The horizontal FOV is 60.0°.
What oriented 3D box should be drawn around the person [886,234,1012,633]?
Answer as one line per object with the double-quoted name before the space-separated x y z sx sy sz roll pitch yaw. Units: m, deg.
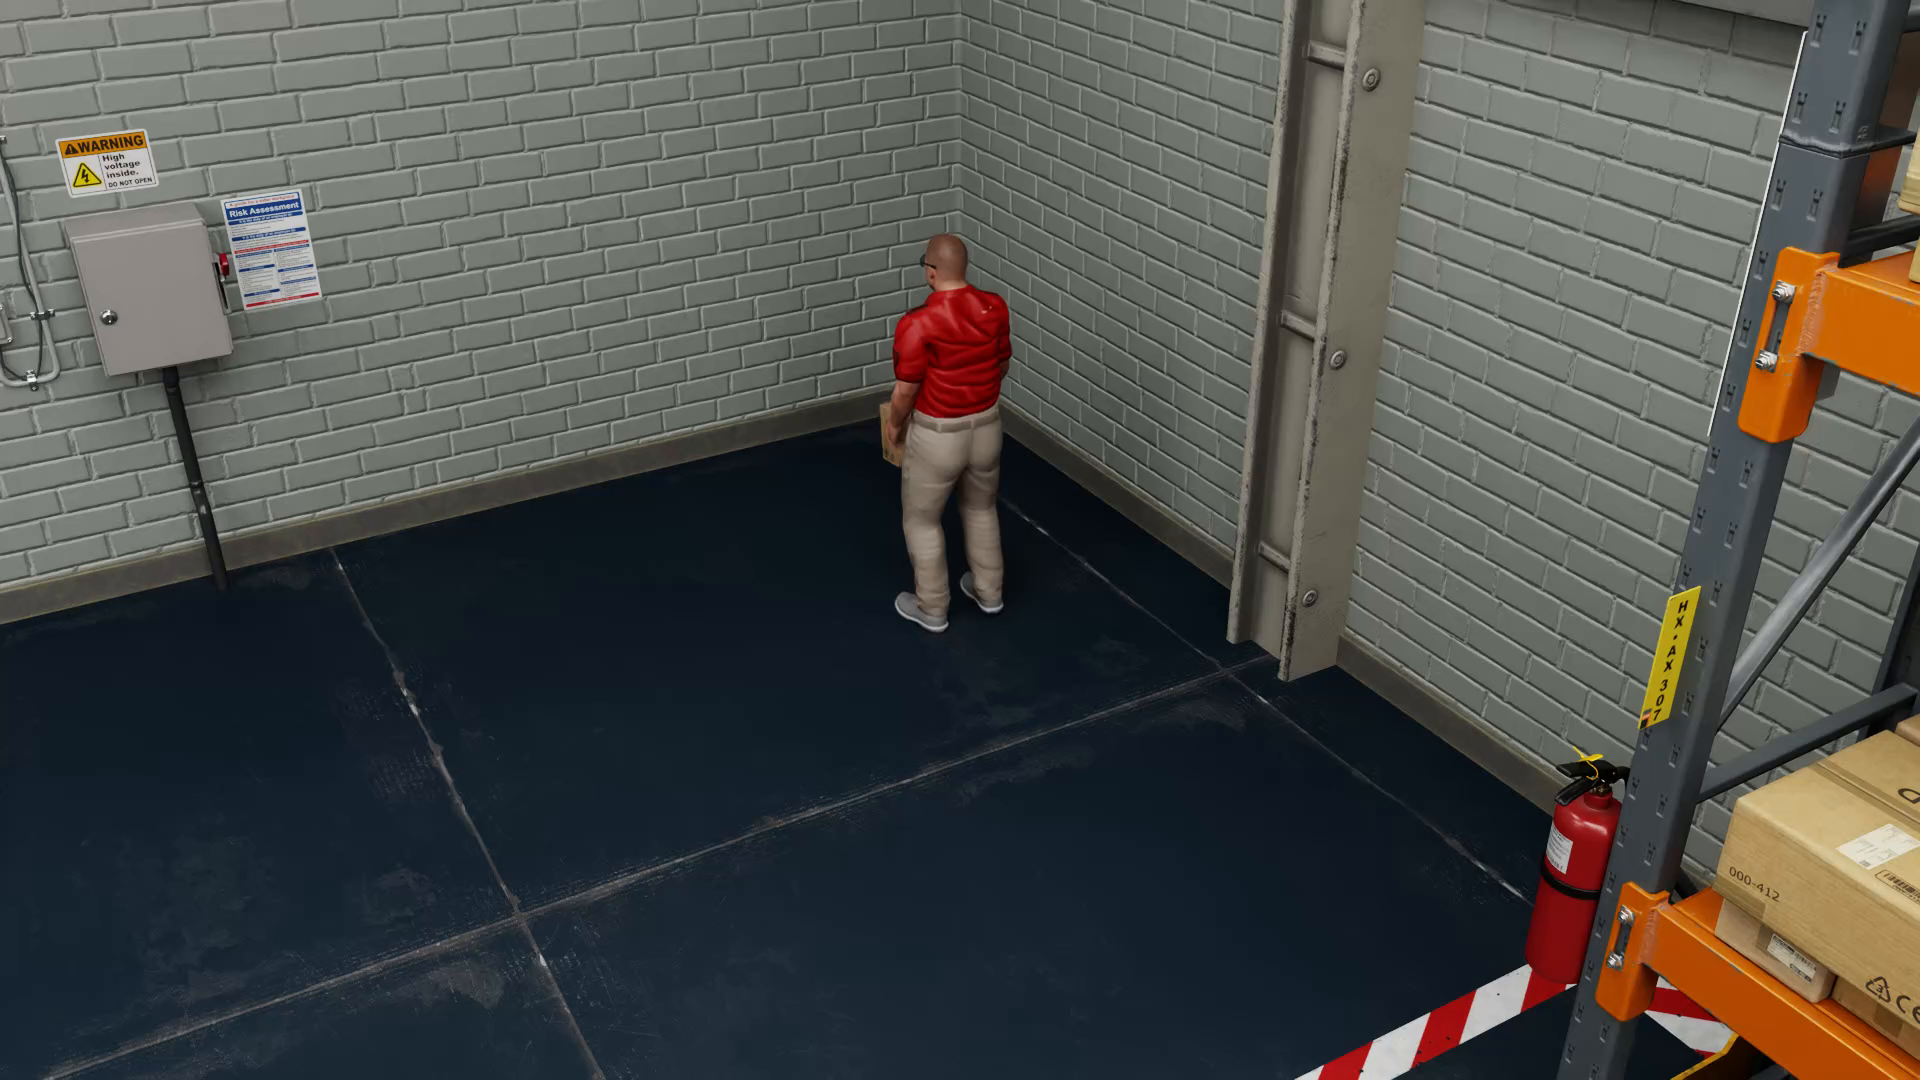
"person" -0.056 -0.446 6.944 0.539 1.733 0.431 -16 33 -27
